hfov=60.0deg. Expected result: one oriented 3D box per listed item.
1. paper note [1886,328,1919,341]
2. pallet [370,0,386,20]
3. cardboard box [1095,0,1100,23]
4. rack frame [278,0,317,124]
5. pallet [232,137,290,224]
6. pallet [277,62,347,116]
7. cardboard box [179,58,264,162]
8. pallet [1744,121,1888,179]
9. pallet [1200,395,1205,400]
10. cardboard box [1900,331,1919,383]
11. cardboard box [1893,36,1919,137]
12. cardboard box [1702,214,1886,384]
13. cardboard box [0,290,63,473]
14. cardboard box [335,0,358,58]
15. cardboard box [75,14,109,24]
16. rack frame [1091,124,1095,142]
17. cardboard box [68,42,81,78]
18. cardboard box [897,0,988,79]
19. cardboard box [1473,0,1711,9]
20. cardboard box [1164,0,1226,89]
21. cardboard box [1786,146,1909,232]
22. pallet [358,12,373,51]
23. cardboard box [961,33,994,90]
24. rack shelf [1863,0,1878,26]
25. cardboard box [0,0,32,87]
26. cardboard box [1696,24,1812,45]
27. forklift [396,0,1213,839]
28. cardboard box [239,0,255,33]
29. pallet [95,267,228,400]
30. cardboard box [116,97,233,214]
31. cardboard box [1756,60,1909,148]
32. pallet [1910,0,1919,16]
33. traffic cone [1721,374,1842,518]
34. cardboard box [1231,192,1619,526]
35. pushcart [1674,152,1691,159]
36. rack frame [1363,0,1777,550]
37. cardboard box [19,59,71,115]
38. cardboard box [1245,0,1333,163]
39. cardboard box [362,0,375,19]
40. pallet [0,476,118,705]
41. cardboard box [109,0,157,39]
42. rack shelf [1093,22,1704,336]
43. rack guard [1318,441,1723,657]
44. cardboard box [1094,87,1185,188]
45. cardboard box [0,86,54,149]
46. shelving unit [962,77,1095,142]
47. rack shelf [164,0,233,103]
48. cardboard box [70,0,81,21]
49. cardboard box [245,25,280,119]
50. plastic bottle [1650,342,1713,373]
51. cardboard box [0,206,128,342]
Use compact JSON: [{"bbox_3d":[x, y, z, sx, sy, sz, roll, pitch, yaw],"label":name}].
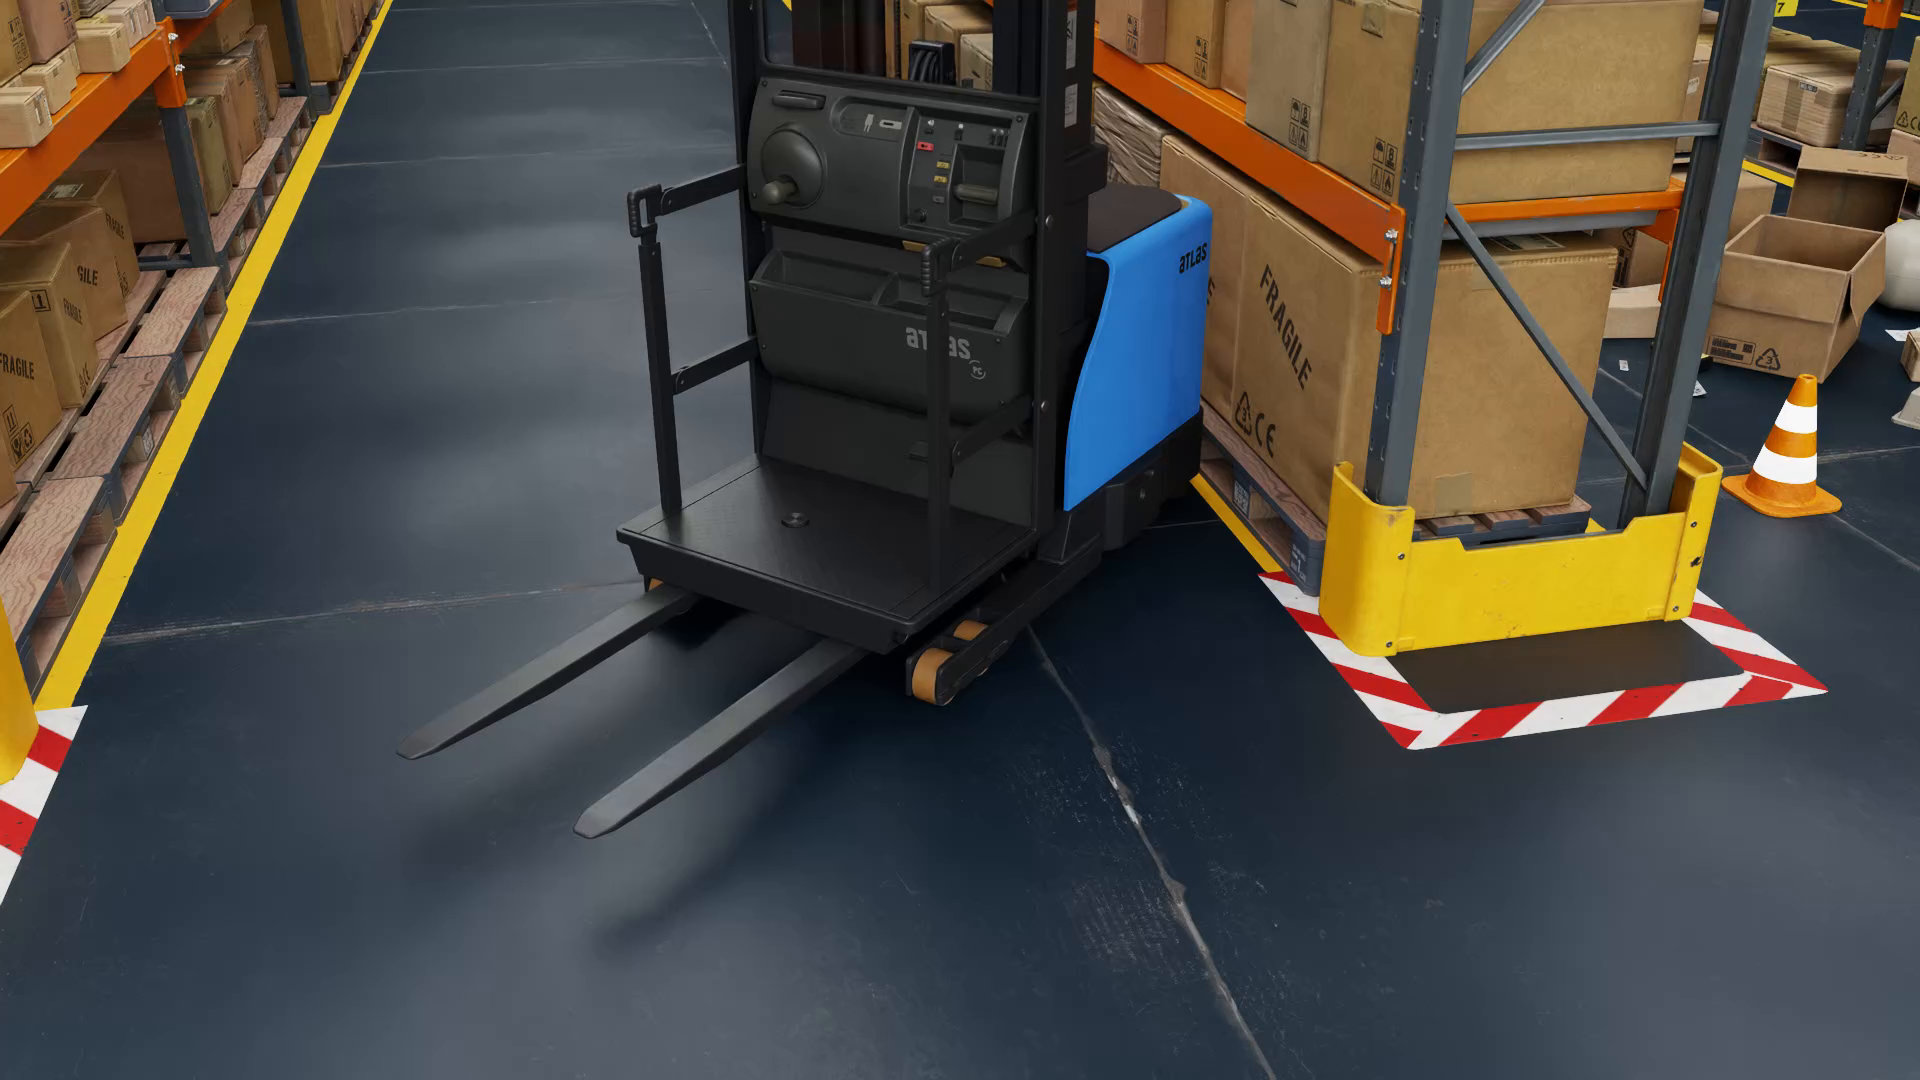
[{"bbox_3d":[4.332,-0.940,7.592,0.148,0.019,0.142,3,27,6],"label":"paper note"},{"bbox_3d":[-5.925,-5.029,15.479,1.003,0.211,1.213,-6,27,-12],"label":"pallet"},{"bbox_3d":[1.069,-2.546,7.299,0.875,0.550,0.550,-6,27,-12],"label":"cardboard box"},{"bbox_3d":[-4.929,-4.176,10.694,1.000,3.000,0.127,-6,27,-12],"label":"rack frame"},{"bbox_3d":[-4.483,-2.053,9.583,1.003,0.211,1.213,-6,27,-12],"label":"pallet"},{"bbox_3d":[-5.033,-3.285,12.023,1.003,0.211,1.213,-6,27,-12],"label":"pallet"},{"bbox_3d":[-4.486,-2.474,9.608,0.700,0.500,0.500,-4,27,-7],"label":"cardboard box"},{"bbox_3d":[5.451,-2.523,10.514,1.003,0.211,1.213,-6,27,-12],"label":"pallet"},{"bbox_3d":[1.202,-0.756,7.013,1.003,0.211,1.213,-6,27,-12],"label":"pallet"},{"bbox_3d":[4.266,-0.767,7.105,0.380,0.149,0.250,8,28,15],"label":"cardboard box"},{"bbox_3d":[5.498,-2.434,8.997,0.500,0.500,0.500,-5,27,-9],"label":"cardboard box"},{"bbox_3d":[3.667,-1.070,7.311,0.637,0.503,0.797,19,32,32],"label":"cardboard box"},{"bbox_3d":[-3.541,-0.547,5.812,0.500,0.500,0.500,-3,27,-7],"label":"cardboard box"},{"bbox_3d":[-5.257,-4.112,12.459,1.225,0.875,0.875,-6,27,-11],"label":"cardboard box"},{"bbox_3d":[-3.647,-2.016,6.695,0.380,0.149,0.250,-6,27,-12],"label":"cardboard box"},{"bbox_3d":[0.293,-1.052,6.587,0.500,1.125,0.032,-13,30,-24],"label":"rack frame"},{"bbox_3d":[-3.555,-1.795,6.256,0.380,0.149,0.250,-6,27,-12],"label":"cardboard box"},{"bbox_3d":[0.176,-3.158,10.709,1.050,0.750,0.750,-6,27,-11],"label":"cardboard box"},{"bbox_3d":[1.683,-1.839,4.699,0.875,0.550,0.550,-6,27,-12],"label":"cardboard box"},{"bbox_3d":[1.293,-2.075,6.365,0.875,0.550,0.500,-6,27,-12],"label":"cardboard box"},{"bbox_3d":[4.544,-1.703,8.566,0.500,0.500,0.500,13,30,24],"label":"cardboard box"},{"bbox_3d":[-5.583,-4.356,14.146,1.003,0.211,1.213,-6,27,-12],"label":"pallet"},{"bbox_3d":[0.600,-2.326,9.059,1.050,0.750,0.750,-6,27,-12],"label":"cardboard box"},{"bbox_3d":[5.177,-3.983,11.110,1.077,0.370,4.000,-6,27,-12],"label":"rack shelf"},{"bbox_3d":[-3.624,-1.737,5.422,0.875,0.500,0.500,-6,27,-12],"label":"cardboard box"},{"bbox_3d":[5.183,-3.291,11.391,0.950,0.372,0.625,-5,27,-10],"label":"cardboard box"},{"bbox_3d":[-0.334,-1.071,4.618,1.130,2.935,3.031,16,31,29],"label":"forklift"},{"bbox_3d":[-4.748,-3.300,10.413,0.500,0.250,0.500,-5,27,-9],"label":"cardboard box"},{"bbox_3d":[-3.841,-0.884,7.266,1.003,0.211,1.213,-6,27,-12],"label":"pallet"},{"bbox_3d":[-4.234,-1.983,8.636,0.700,0.500,0.500,-6,27,-12],"label":"cardboard box"},{"bbox_3d":[5.507,-2.670,10.162,0.950,0.372,0.625,-6,27,-11],"label":"cardboard box"},{"bbox_3d":[9.430,-4.774,14.975,1.003,0.211,1.213,-6,27,-12],"label":"pallet"},{"bbox_3d":[2.993,-0.368,5.965,0.336,0.463,0.334,-6,27,-12],"label":"traffic cone"},{"bbox_3d":[1.512,-0.653,5.607,0.875,0.875,0.875,-6,27,-11],"label":"cardboard box"},{"bbox_3d":[3.418,-2.002,9.297,1.648,0.377,0.936,-16,31,-29],"label":"pushcart"},{"bbox_3d":[1.729,-1.123,4.646,1.000,3.000,0.127,-6,27,-12],"label":"rack frame"},{"bbox_3d":[-3.369,-1.583,5.836,0.380,0.149,0.250,-6,27,-12],"label":"cardboard box"},{"bbox_3d":[1.456,-1.587,5.400,0.875,0.550,0.550,-6,27,-12],"label":"cardboard box"},{"bbox_3d":[-5.666,-4.892,14.005,1.225,0.875,0.875,-6,27,-11],"label":"cardboard box"},{"bbox_3d":[-3.292,0.188,5.144,1.003,0.211,1.213,-6,27,-12],"label":"pallet"},{"bbox_3d":[-3.692,-2.243,7.144,0.380,0.149,0.250,-6,27,-12],"label":"cardboard box"},{"bbox_3d":[1.279,-1.680,6.548,1.077,0.370,4.000,-6,27,-12],"label":"rack shelf"},{"bbox_3d":[1.735,0.003,5.188,1.175,0.500,0.348,-6,27,-12],"label":"rack guard"},{"bbox_3d":[1.108,-1.439,7.165,0.875,0.875,0.875,-6,27,-11],"label":"cardboard box"},{"bbox_3d":[-3.201,-1.369,5.413,0.380,0.149,0.250,-6,27,-12],"label":"cardboard box"},{"bbox_3d":[0.062,-1.256,6.991,0.538,1.125,1.048,-13,30,-24],"label":"shelving unit"},{"bbox_3d":[-4.478,-2.977,9.117,1.077,0.370,4.000,-6,27,-12],"label":"rack shelf"},{"bbox_3d":[-3.908,-2.170,6.280,0.875,0.500,0.500,-6,27,-12],"label":"cardboard box"},{"bbox_3d":[-4.758,-2.964,10.579,0.700,0.500,0.500,-7,28,-14],"label":"cardboard box"},{"bbox_3d":[3.130,-0.805,7.278,0.133,0.061,0.283,-16,31,-29],"label":"plastic bottle"},{"bbox_3d":[-3.840,-1.061,6.831,0.500,0.500,0.500,2,27,5],"label":"cardboard box"}]
